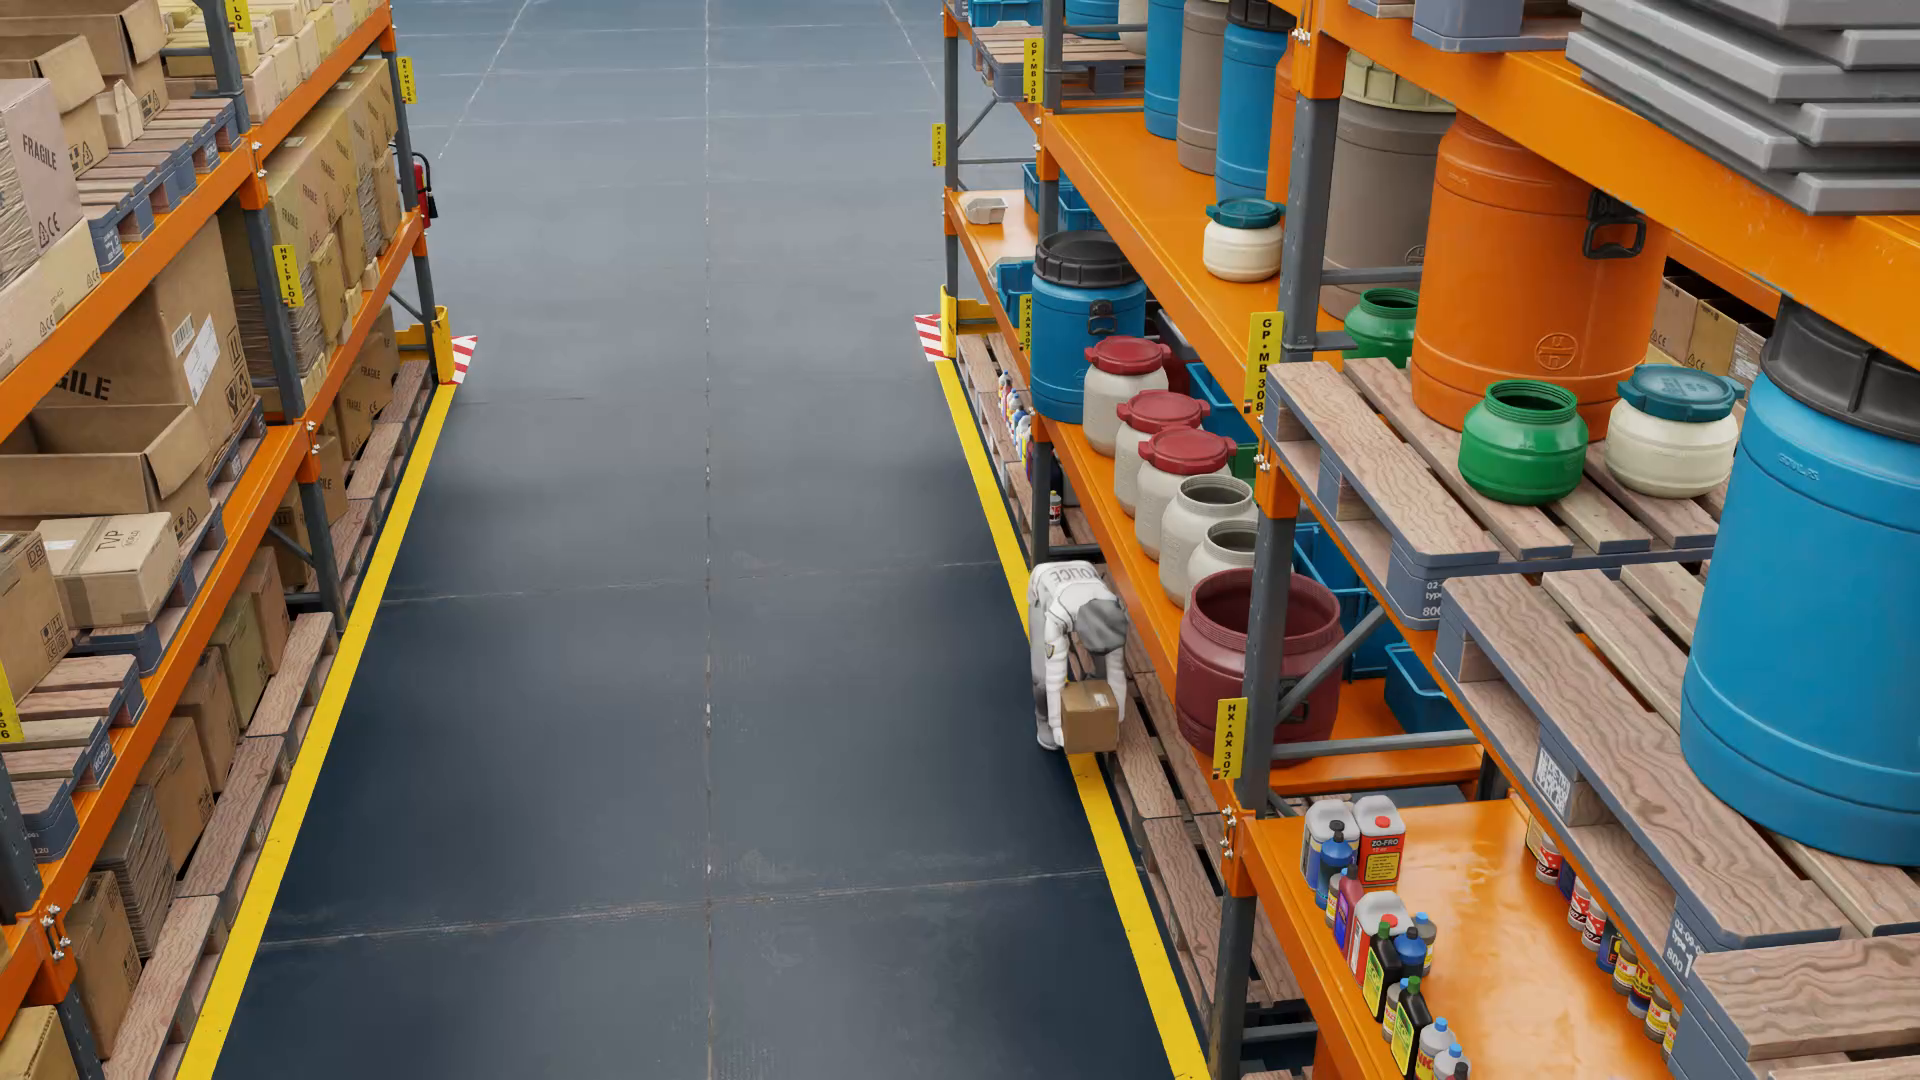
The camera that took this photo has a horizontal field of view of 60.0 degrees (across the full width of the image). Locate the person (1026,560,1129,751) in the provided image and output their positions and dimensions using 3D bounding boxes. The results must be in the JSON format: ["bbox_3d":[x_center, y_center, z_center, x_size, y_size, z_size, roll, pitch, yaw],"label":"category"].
[{"bbox_3d":[0.585,0.596,8.155,0.452,1.032,0.921,-5,28,-10],"label":"person"}]
